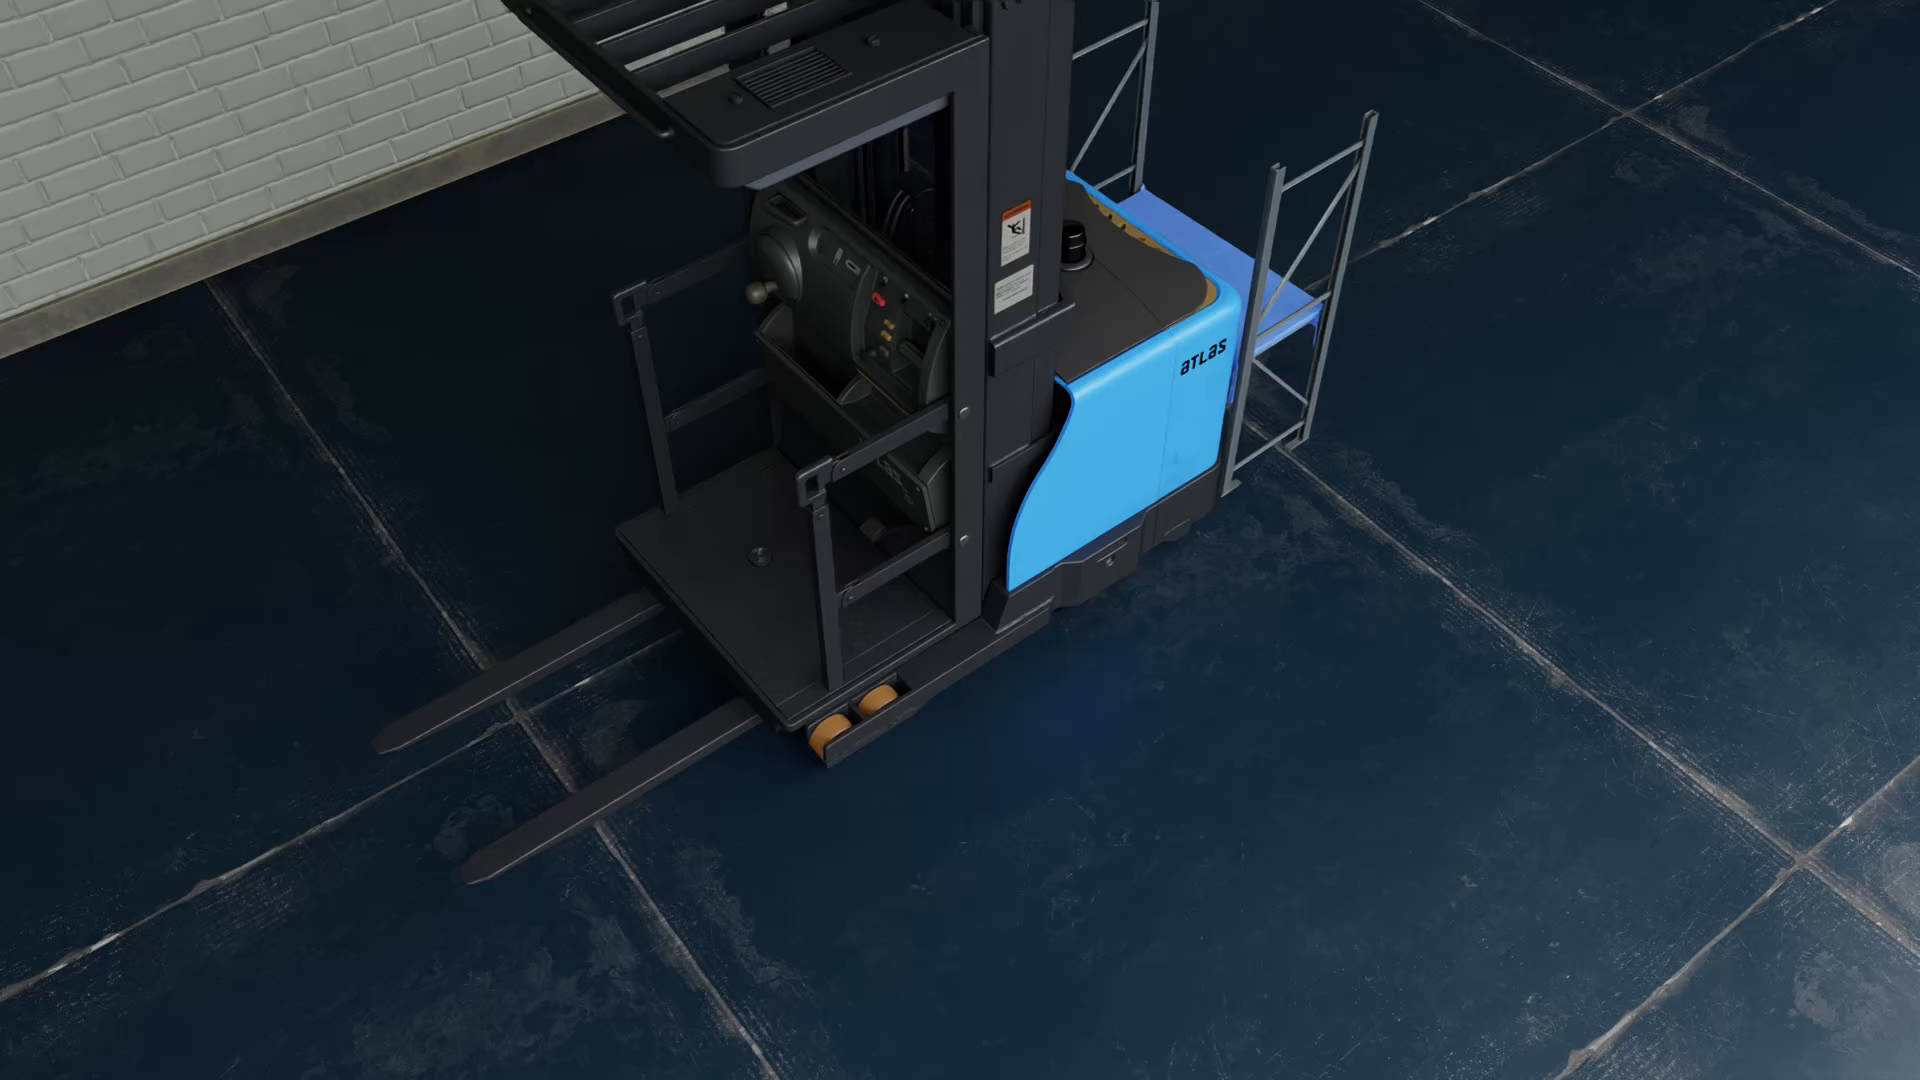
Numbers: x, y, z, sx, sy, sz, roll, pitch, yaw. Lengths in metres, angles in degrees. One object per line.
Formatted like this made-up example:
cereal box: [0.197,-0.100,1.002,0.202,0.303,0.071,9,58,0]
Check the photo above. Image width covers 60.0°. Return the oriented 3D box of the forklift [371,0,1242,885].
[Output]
forklift: [-0.507,-0.686,4.894,3.031,2.935,1.130,-30,55,-25]

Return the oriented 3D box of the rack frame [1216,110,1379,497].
rack frame: [1.188,-0.797,5.960,0.500,1.500,0.032,-32,55,-26]

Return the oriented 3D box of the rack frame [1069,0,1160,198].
rack frame: [0.527,-1.369,6.479,0.500,1.500,0.032,-32,55,-26]

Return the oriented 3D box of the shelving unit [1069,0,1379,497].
shelving unit: [0.858,-1.083,6.219,0.538,1.500,1.048,-32,55,-26]

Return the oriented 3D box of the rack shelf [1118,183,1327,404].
rack shelf: [0.858,-0.962,6.353,0.538,0.185,1.000,-32,55,-26]
